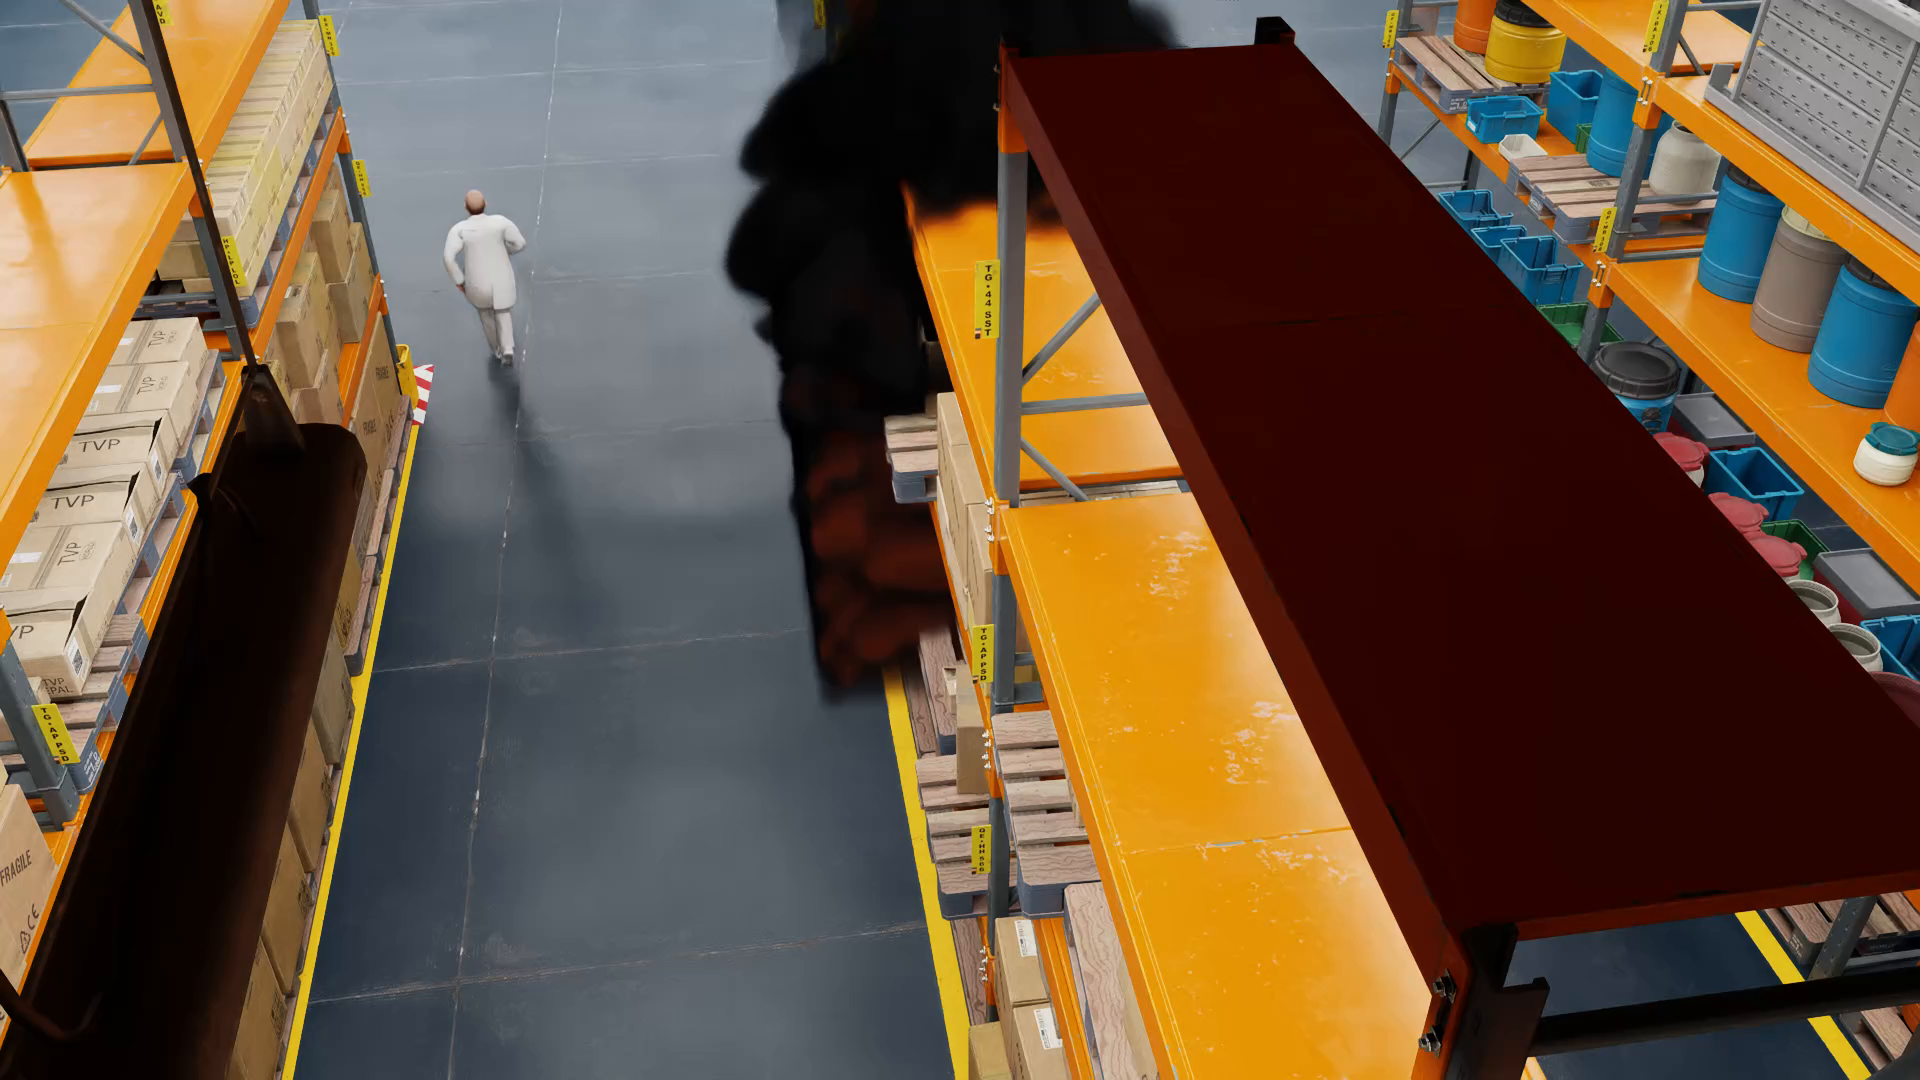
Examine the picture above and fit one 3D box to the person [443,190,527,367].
[{"bbox_3d":[-4.288,-2.347,15.188,0.749,1.777,0.890,-12,38,-16],"label":"person"}]
